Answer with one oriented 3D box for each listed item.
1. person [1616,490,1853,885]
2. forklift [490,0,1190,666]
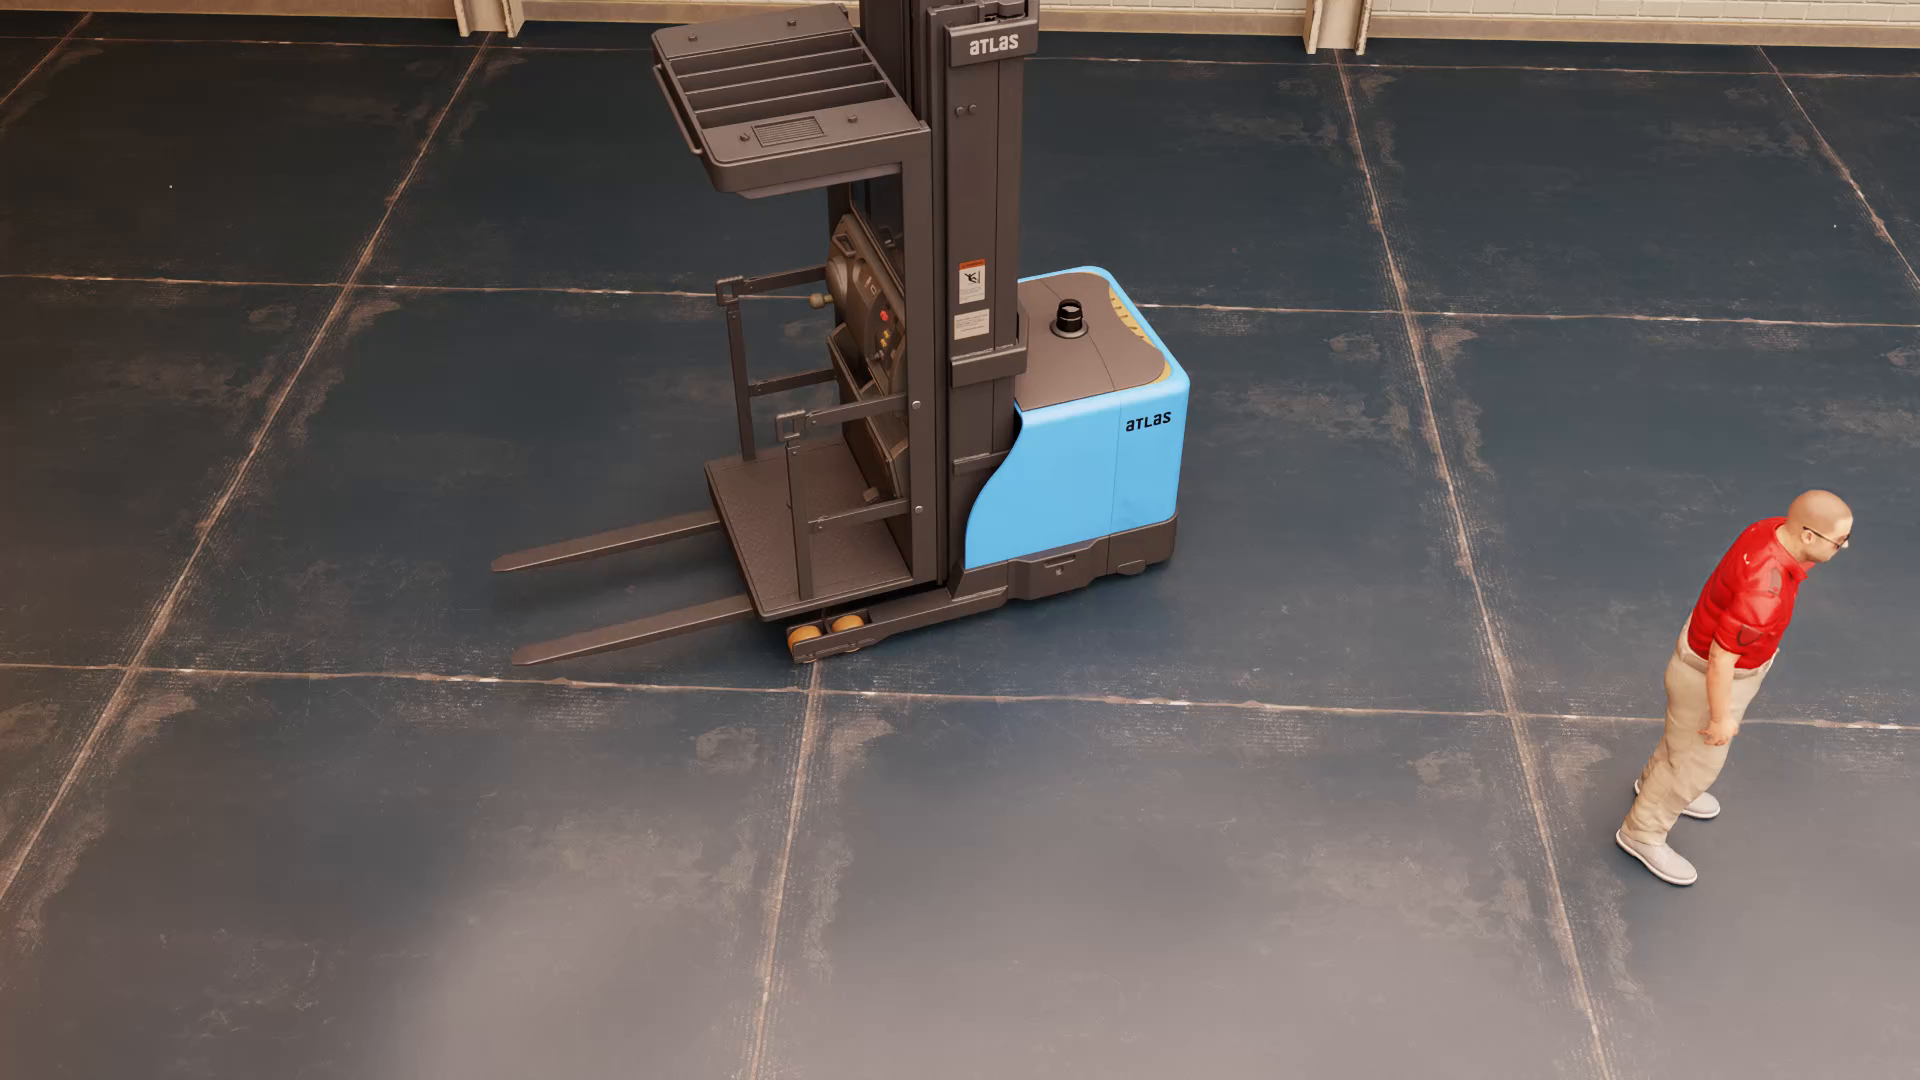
[{"bbox_3d":[2.812,0.487,6.101,0.388,1.727,0.597,22,47,22],"label":"person"},{"bbox_3d":[-0.573,-0.945,6.778,3.031,2.935,1.130,-13,44,-14],"label":"forklift"}]
